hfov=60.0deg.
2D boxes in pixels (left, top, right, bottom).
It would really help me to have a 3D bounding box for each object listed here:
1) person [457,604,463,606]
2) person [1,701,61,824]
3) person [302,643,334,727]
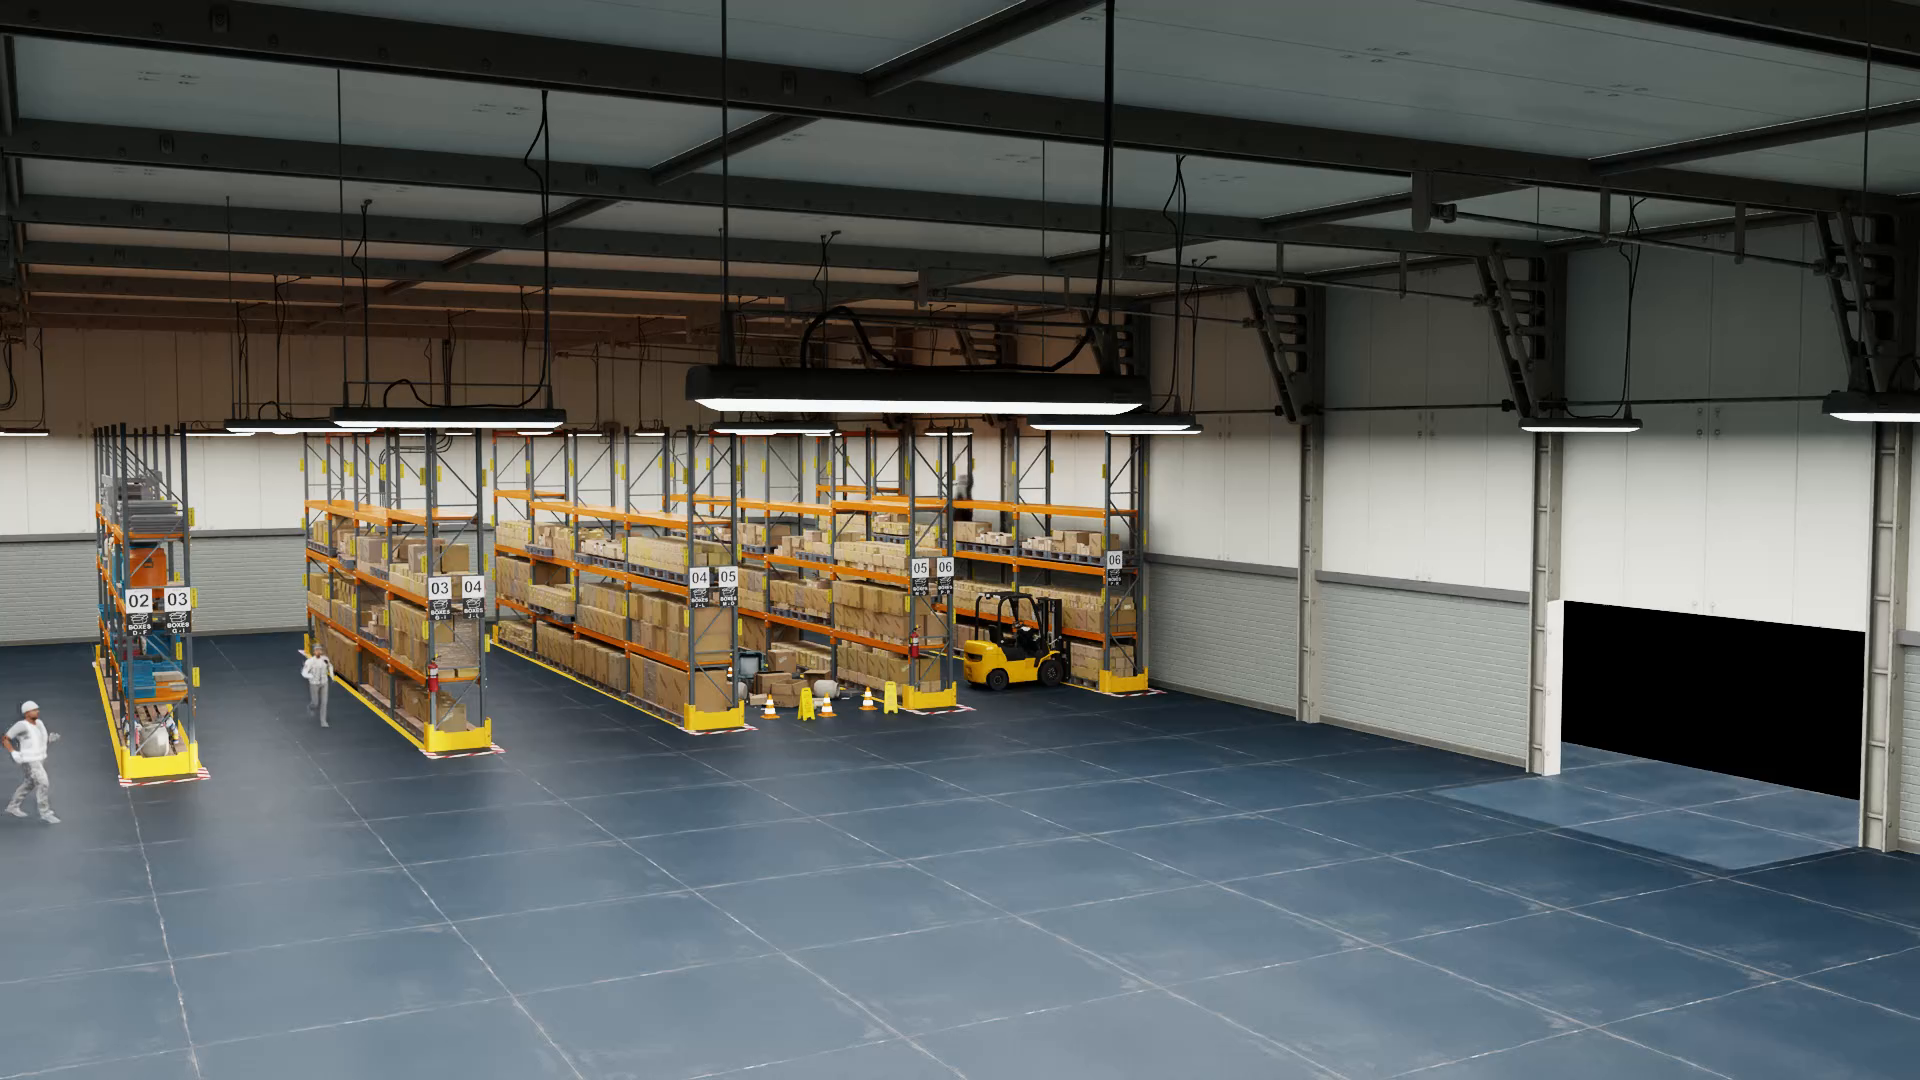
[{"bbox_3d":[-14.205,2.026,46.772,0.750,1.775,0.733,1,4,17],"label":"person"},{"bbox_3d":[-13.834,3.312,24.787,0.861,1.827,0.668,0,3,-5],"label":"person"},{"bbox_3d":[-12.773,2.874,33.178,0.630,1.656,0.949,-2,4,-35],"label":"person"}]
